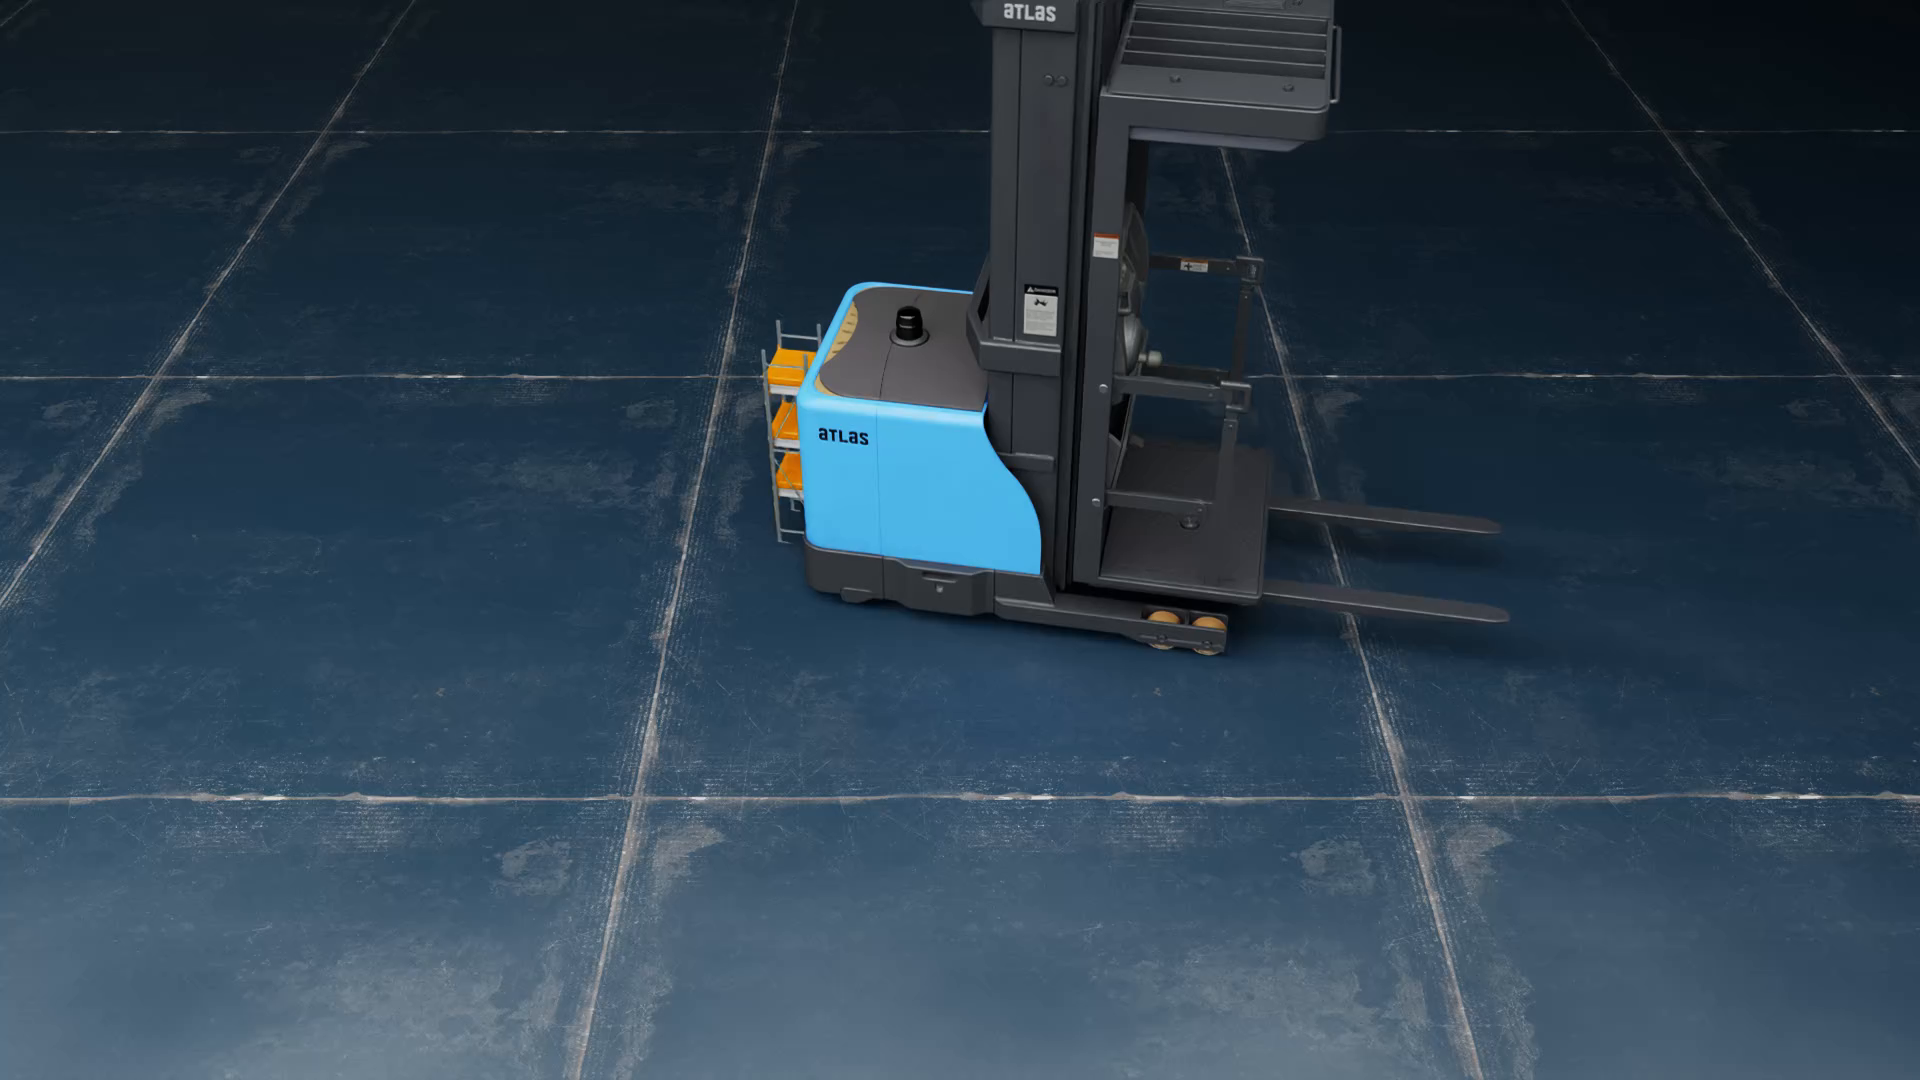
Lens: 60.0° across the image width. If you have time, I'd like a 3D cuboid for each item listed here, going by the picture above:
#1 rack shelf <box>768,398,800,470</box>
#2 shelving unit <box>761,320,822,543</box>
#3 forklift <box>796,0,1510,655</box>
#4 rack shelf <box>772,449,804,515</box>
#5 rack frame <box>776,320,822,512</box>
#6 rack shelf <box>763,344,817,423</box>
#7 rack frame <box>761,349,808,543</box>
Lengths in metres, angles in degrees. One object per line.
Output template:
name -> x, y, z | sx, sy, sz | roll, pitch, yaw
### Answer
rack shelf -> -0.726, -0.457, 7.497 | 0.215, 0.259, 0.240 | 6, 39, 8
shelving unit -> -0.726, -0.465, 7.491 | 0.215, 1.050, 0.252 | 6, 39, 8
forklift -> 0.882, -1.013, 6.671 | 3.031, 2.935, 1.130 | 7, 39, 8
rack shelf -> -0.726, -0.240, 7.671 | 0.215, 0.259, 0.240 | 6, 39, 8
rack frame -> -0.705, -0.540, 7.584 | 0.200, 1.050, 0.008 | 6, 39, 8
rack shelf -> -0.726, -0.678, 7.320 | 0.215, 0.259, 0.240 | 6, 39, 8
rack frame -> -0.747, -0.390, 7.397 | 0.200, 1.050, 0.008 | 6, 39, 8
